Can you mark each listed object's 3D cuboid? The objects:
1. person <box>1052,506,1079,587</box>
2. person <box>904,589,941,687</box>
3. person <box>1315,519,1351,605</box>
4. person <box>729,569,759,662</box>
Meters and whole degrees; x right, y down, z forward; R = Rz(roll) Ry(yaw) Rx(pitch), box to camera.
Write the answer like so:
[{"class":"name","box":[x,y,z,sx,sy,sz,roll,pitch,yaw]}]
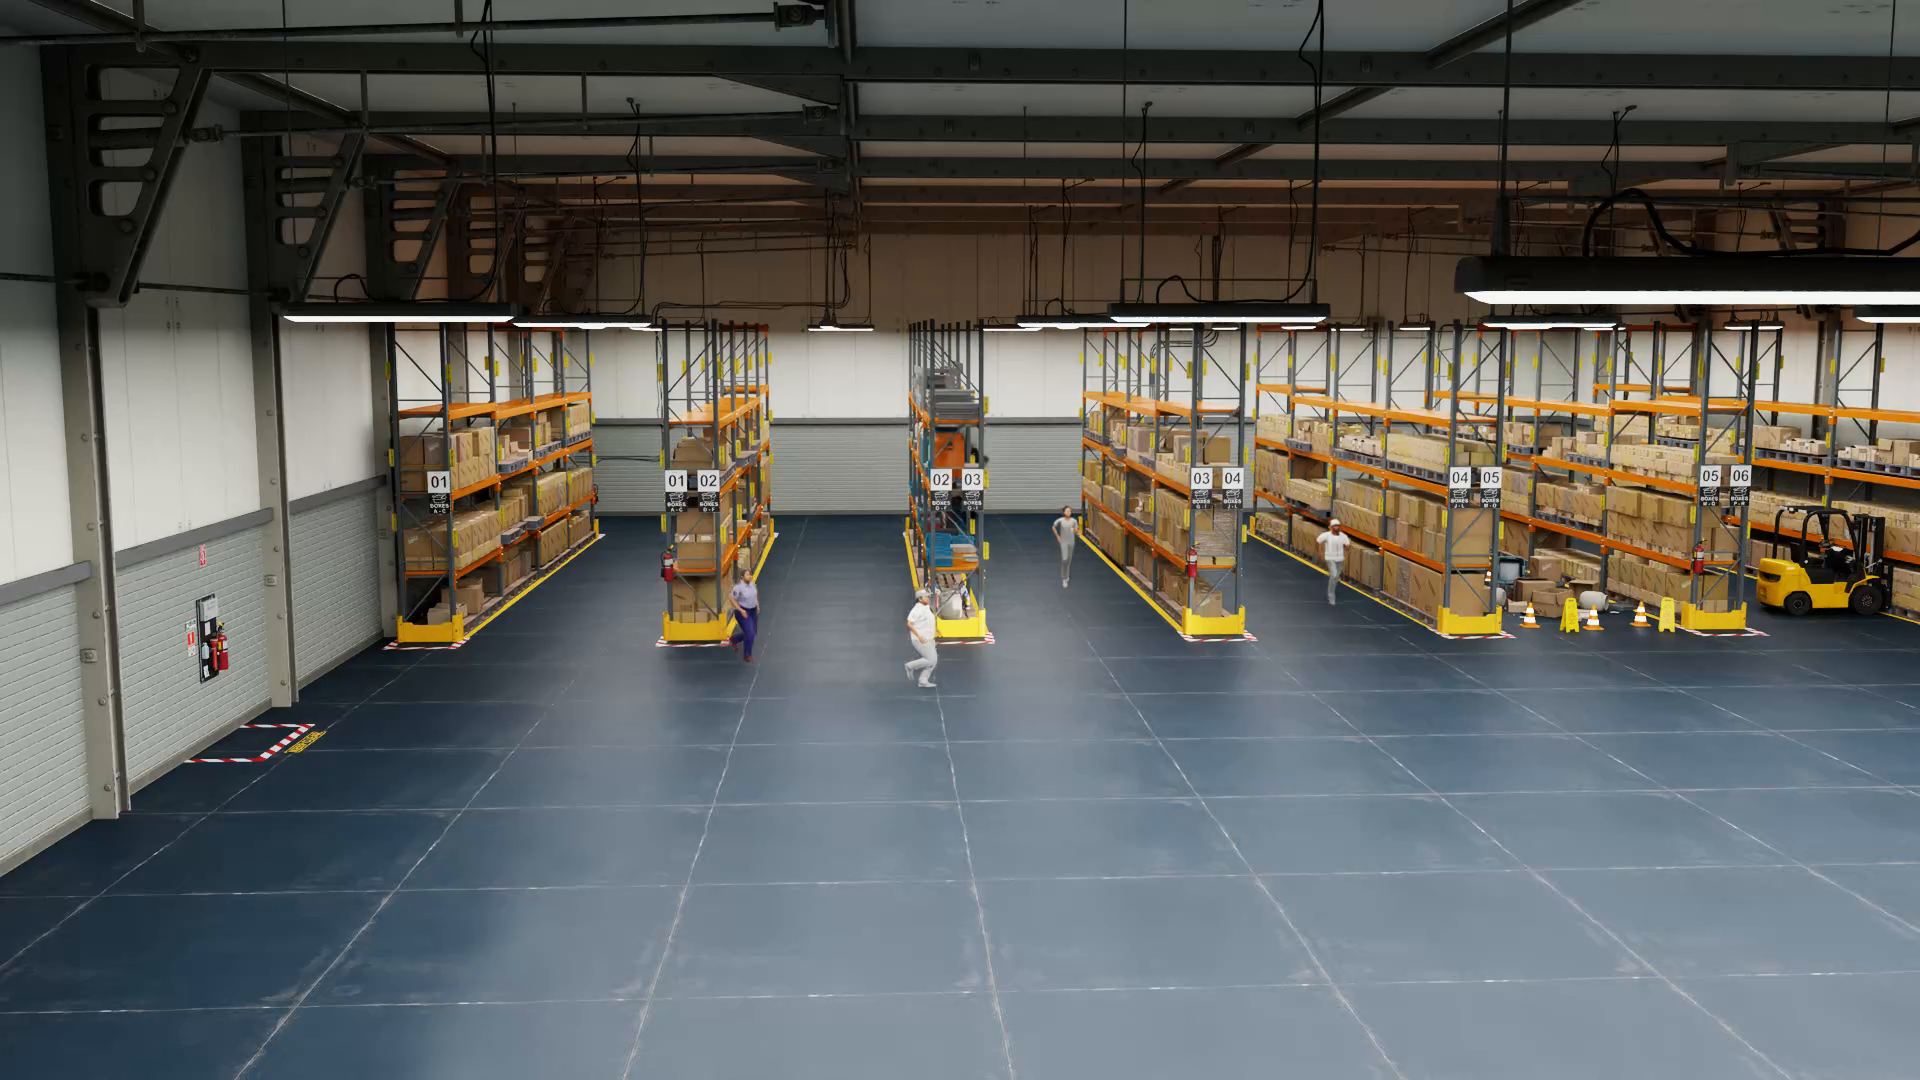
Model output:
[{"class":"person","box":[2.340,0.136,36.363,0.543,1.764,0.668,-2,7,-12]},{"class":"person","box":[-0.598,1.606,27.017,0.542,1.599,0.621,2,7,19]},{"class":"person","box":[7.999,0.464,35.549,0.678,1.831,0.770,-2,7,-15]},{"class":"person","box":[-3.838,1.322,29.340,0.671,1.637,0.613,5,9,34]}]
